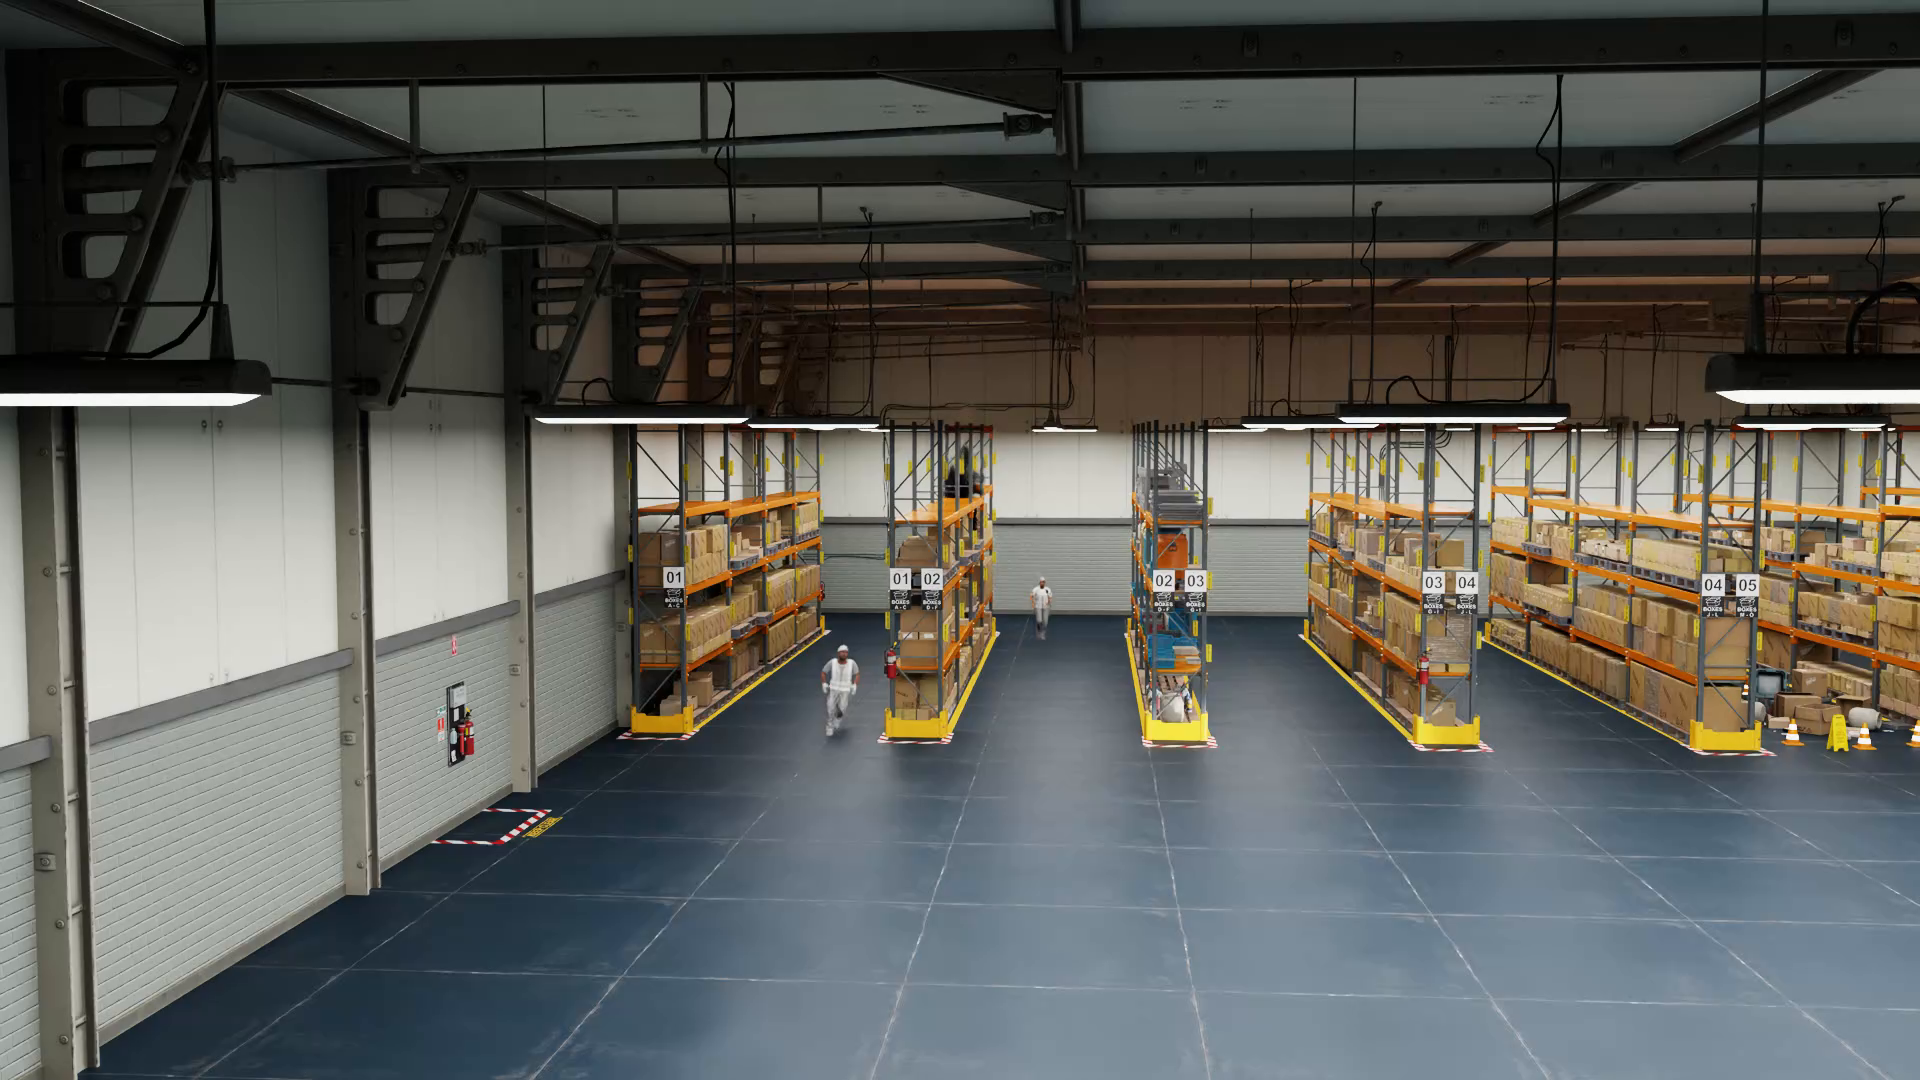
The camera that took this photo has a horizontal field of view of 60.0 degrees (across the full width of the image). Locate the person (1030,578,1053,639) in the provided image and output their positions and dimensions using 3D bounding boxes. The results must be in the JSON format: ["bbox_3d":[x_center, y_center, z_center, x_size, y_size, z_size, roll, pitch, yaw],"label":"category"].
[{"bbox_3d":[2.180,1.824,44.194,0.603,1.642,0.532,0,4,-6],"label":"person"}]

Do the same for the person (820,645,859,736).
[{"bbox_3d":[-2.289,2.865,31.722,0.742,1.727,0.554,0,4,-4],"label":"person"}]

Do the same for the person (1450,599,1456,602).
[{"bbox_3d":[13.463,2.059,45.125,0.605,1.706,0.777,0,4,4],"label":"person"}]
